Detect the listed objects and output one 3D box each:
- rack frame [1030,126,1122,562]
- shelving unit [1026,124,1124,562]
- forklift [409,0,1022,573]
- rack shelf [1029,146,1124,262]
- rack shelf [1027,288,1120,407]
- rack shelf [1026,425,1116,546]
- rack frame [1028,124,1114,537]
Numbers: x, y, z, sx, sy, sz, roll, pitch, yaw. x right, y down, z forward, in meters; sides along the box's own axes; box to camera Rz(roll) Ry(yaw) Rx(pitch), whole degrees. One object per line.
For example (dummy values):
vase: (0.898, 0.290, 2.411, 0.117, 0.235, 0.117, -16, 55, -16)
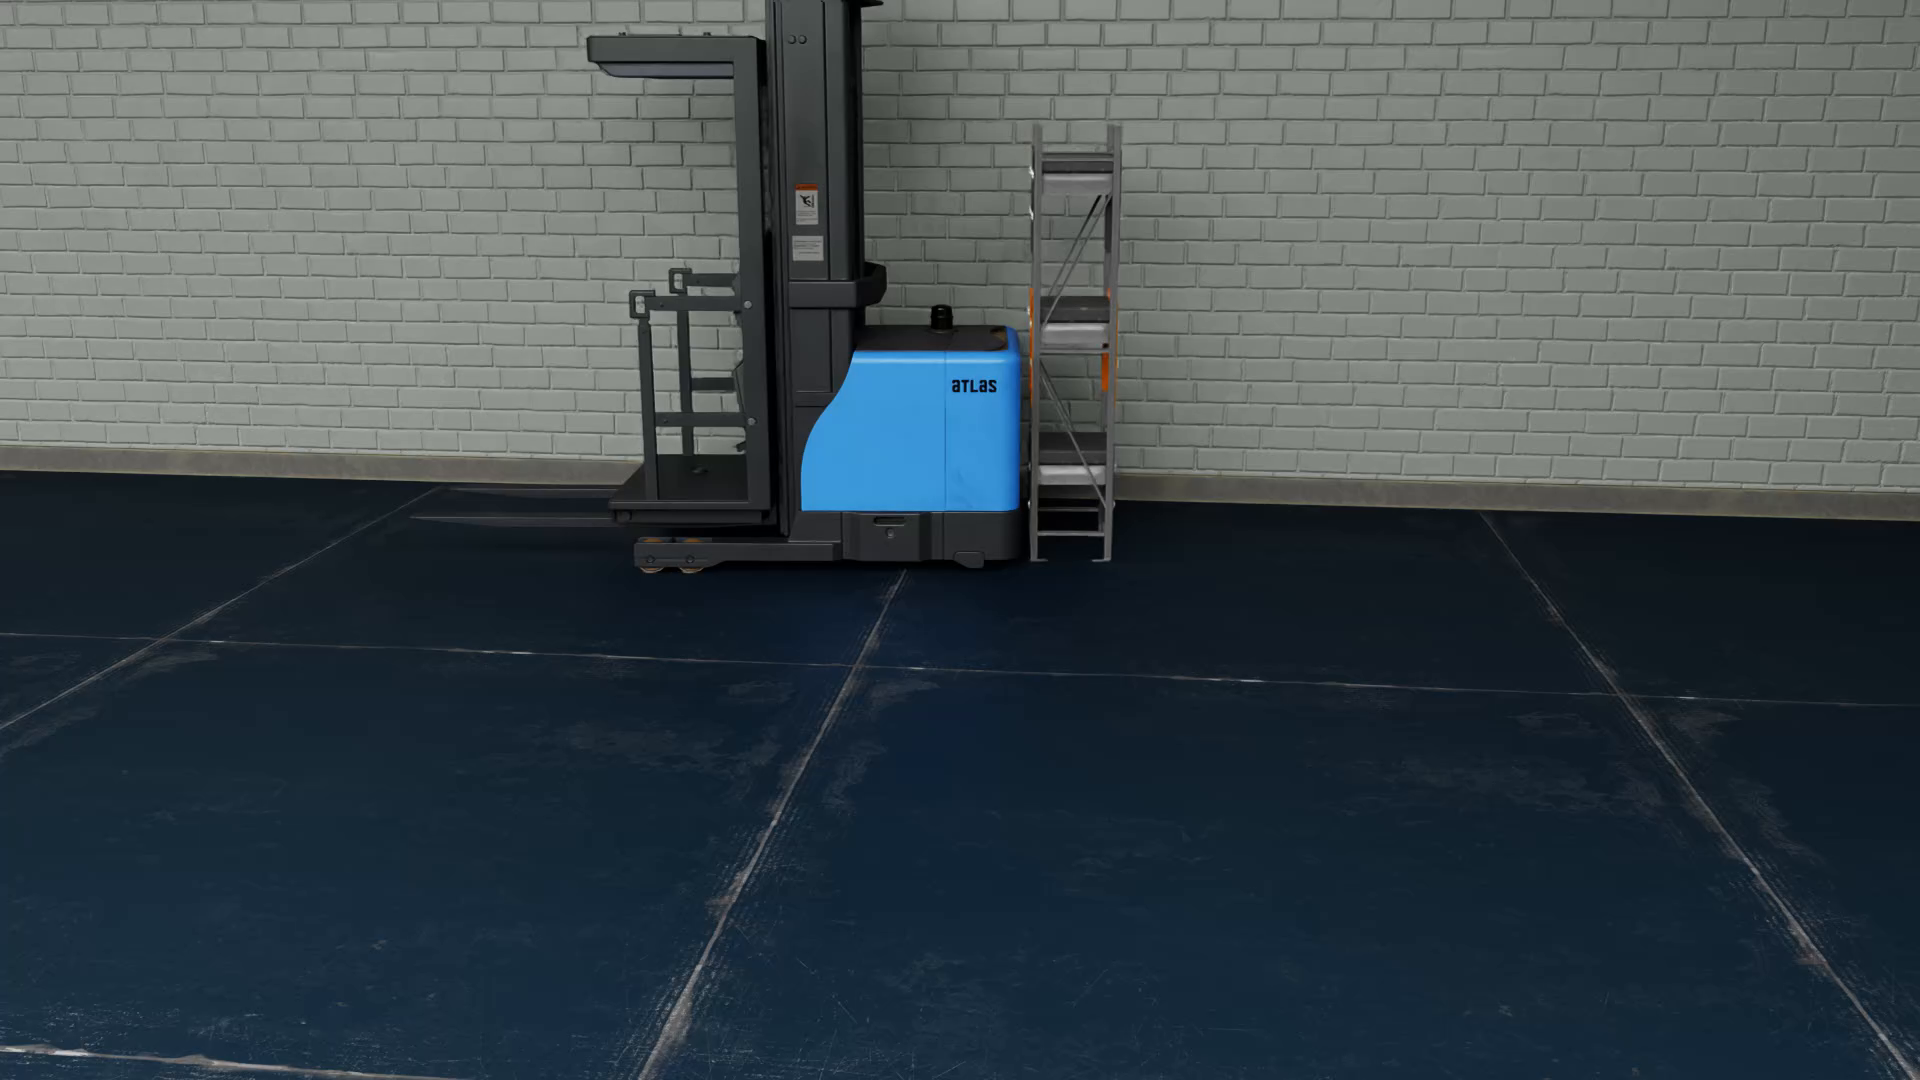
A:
rack frame: (0.550, -0.907, 7.993, 0.400, 2.100, 0.015, 0, 15, 1)
shelving unit: (0.554, -0.970, 8.228, 0.431, 2.100, 0.503, 0, 15, 1)
forklift: (-1.206, -1.391, 8.190, 3.031, 2.935, 1.130, 0, 15, 1)
rack shelf: (0.554, -1.633, 8.049, 0.431, 0.518, 0.480, 0, 15, 1)
rack shelf: (0.554, -0.957, 8.232, 0.431, 0.518, 0.480, 0, 15, 1)
rack shelf: (0.554, -0.282, 8.415, 0.431, 0.518, 0.480, 0, 15, 1)
rack frame: (0.558, -1.034, 8.464, 0.400, 2.100, 0.015, 0, 15, 1)
